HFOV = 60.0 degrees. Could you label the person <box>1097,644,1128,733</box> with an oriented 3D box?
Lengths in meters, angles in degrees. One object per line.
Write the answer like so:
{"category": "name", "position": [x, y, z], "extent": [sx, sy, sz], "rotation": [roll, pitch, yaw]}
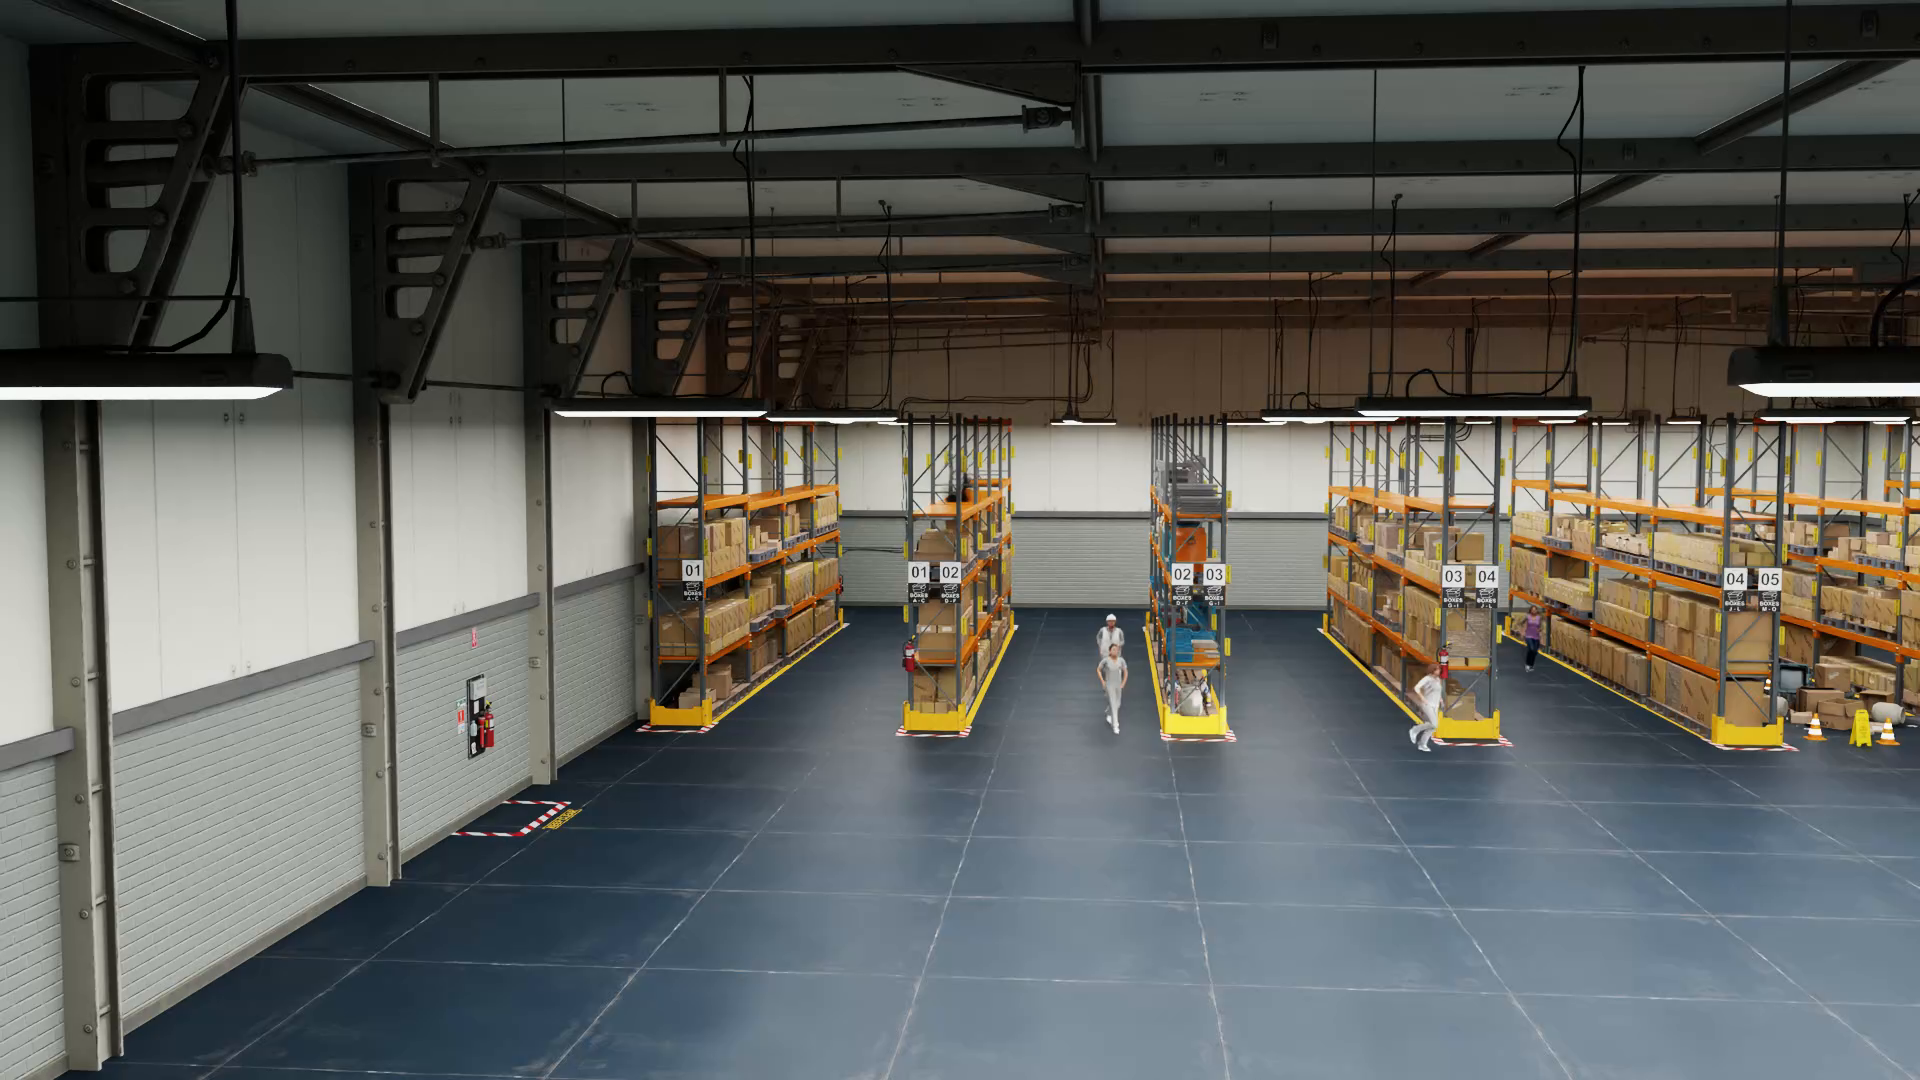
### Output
{"category": "person", "position": [2.891, 2.789, 31.577], "extent": [0.586, 1.671, 0.822], "rotation": [-1, 4, -13]}

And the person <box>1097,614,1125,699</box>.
{"category": "person", "position": [3.220, 2.473, 35.463], "extent": [0.579, 1.810, 0.864], "rotation": [0, 4, -1]}

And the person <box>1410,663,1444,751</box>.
{"category": "person", "position": [8.381, 2.969, 29.684], "extent": [0.585, 1.539, 0.499], "rotation": [-3, 5, -40]}

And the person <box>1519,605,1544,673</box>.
{"category": "person", "position": [13.356, 2.309, 38.812], "extent": [0.509, 1.583, 0.655], "rotation": [0, 4, 2]}
